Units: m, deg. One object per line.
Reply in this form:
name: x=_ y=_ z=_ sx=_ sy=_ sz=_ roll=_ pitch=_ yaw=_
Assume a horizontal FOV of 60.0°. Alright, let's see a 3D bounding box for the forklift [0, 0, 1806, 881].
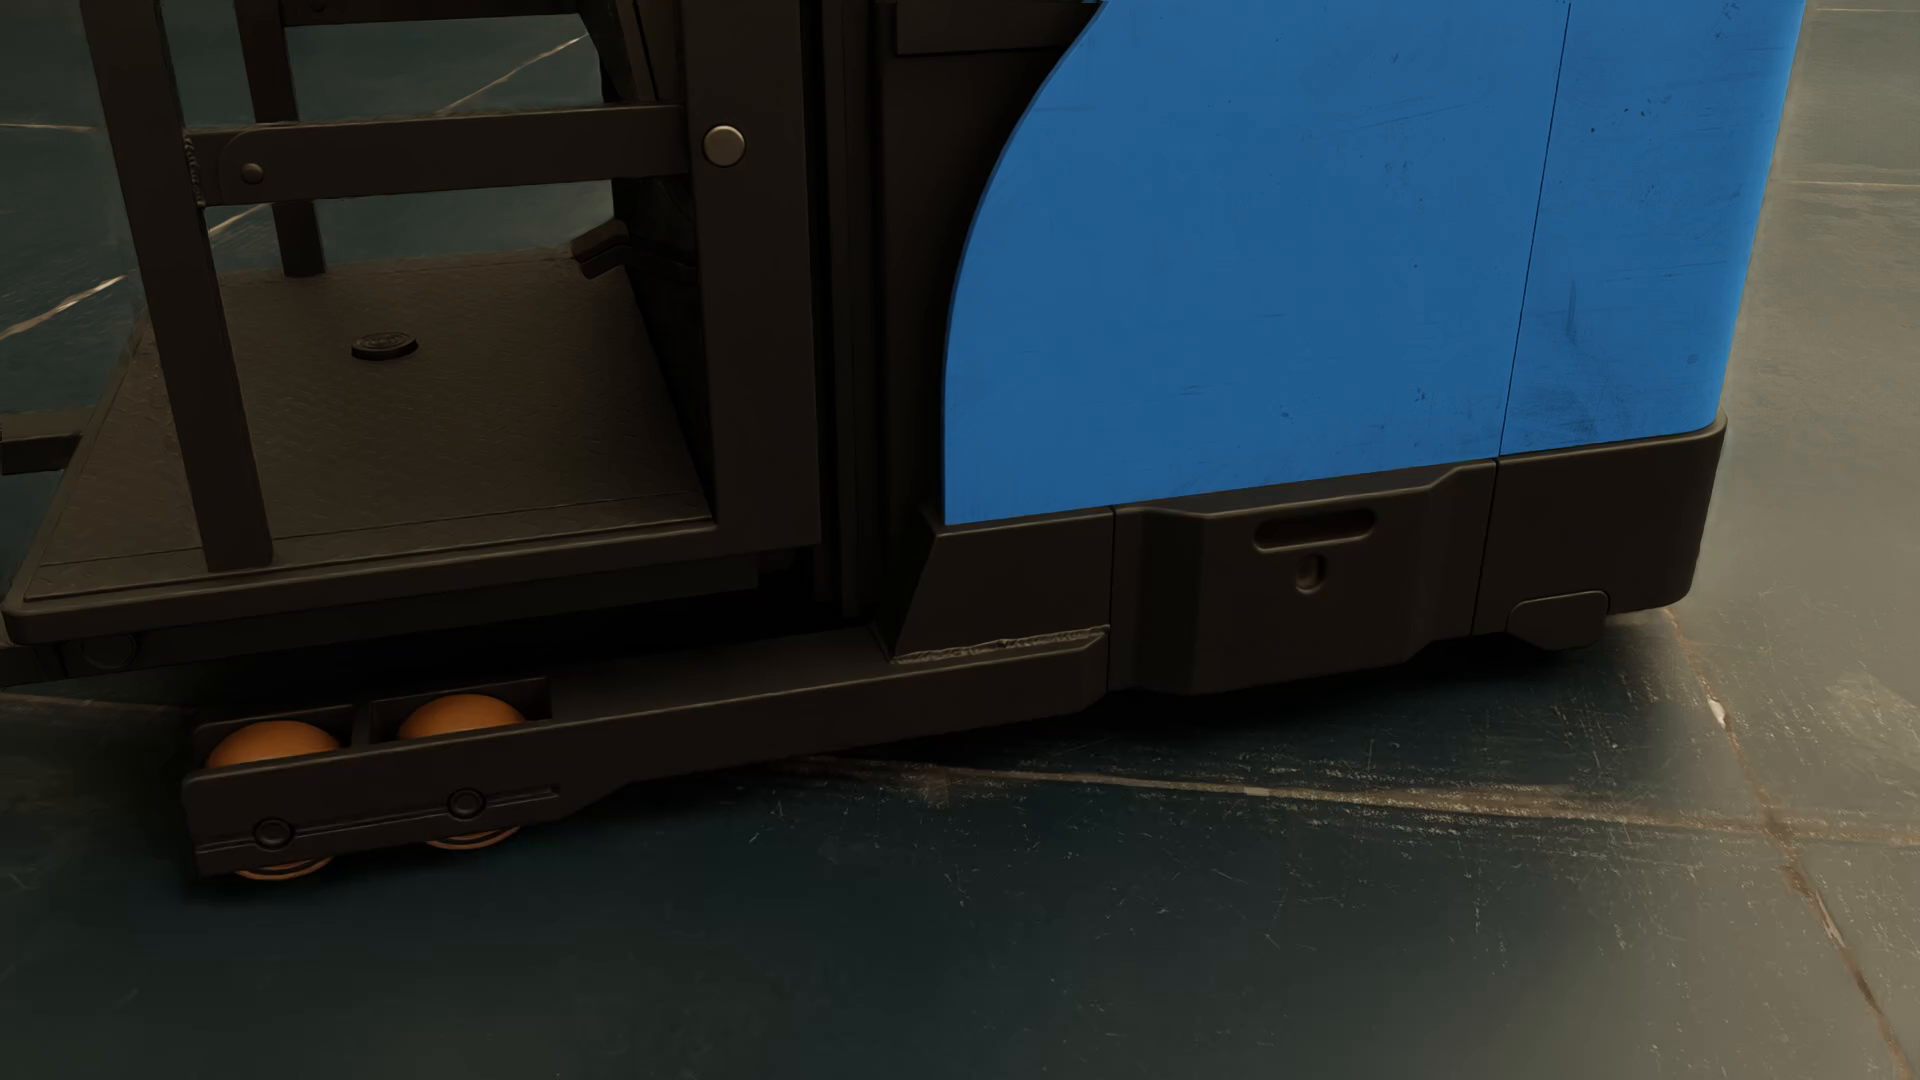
forklift: x=-0.593 y=-1.212 z=1.645 sx=3.031 sy=2.935 sz=1.130 roll=-7 pitch=27 yaw=-14
